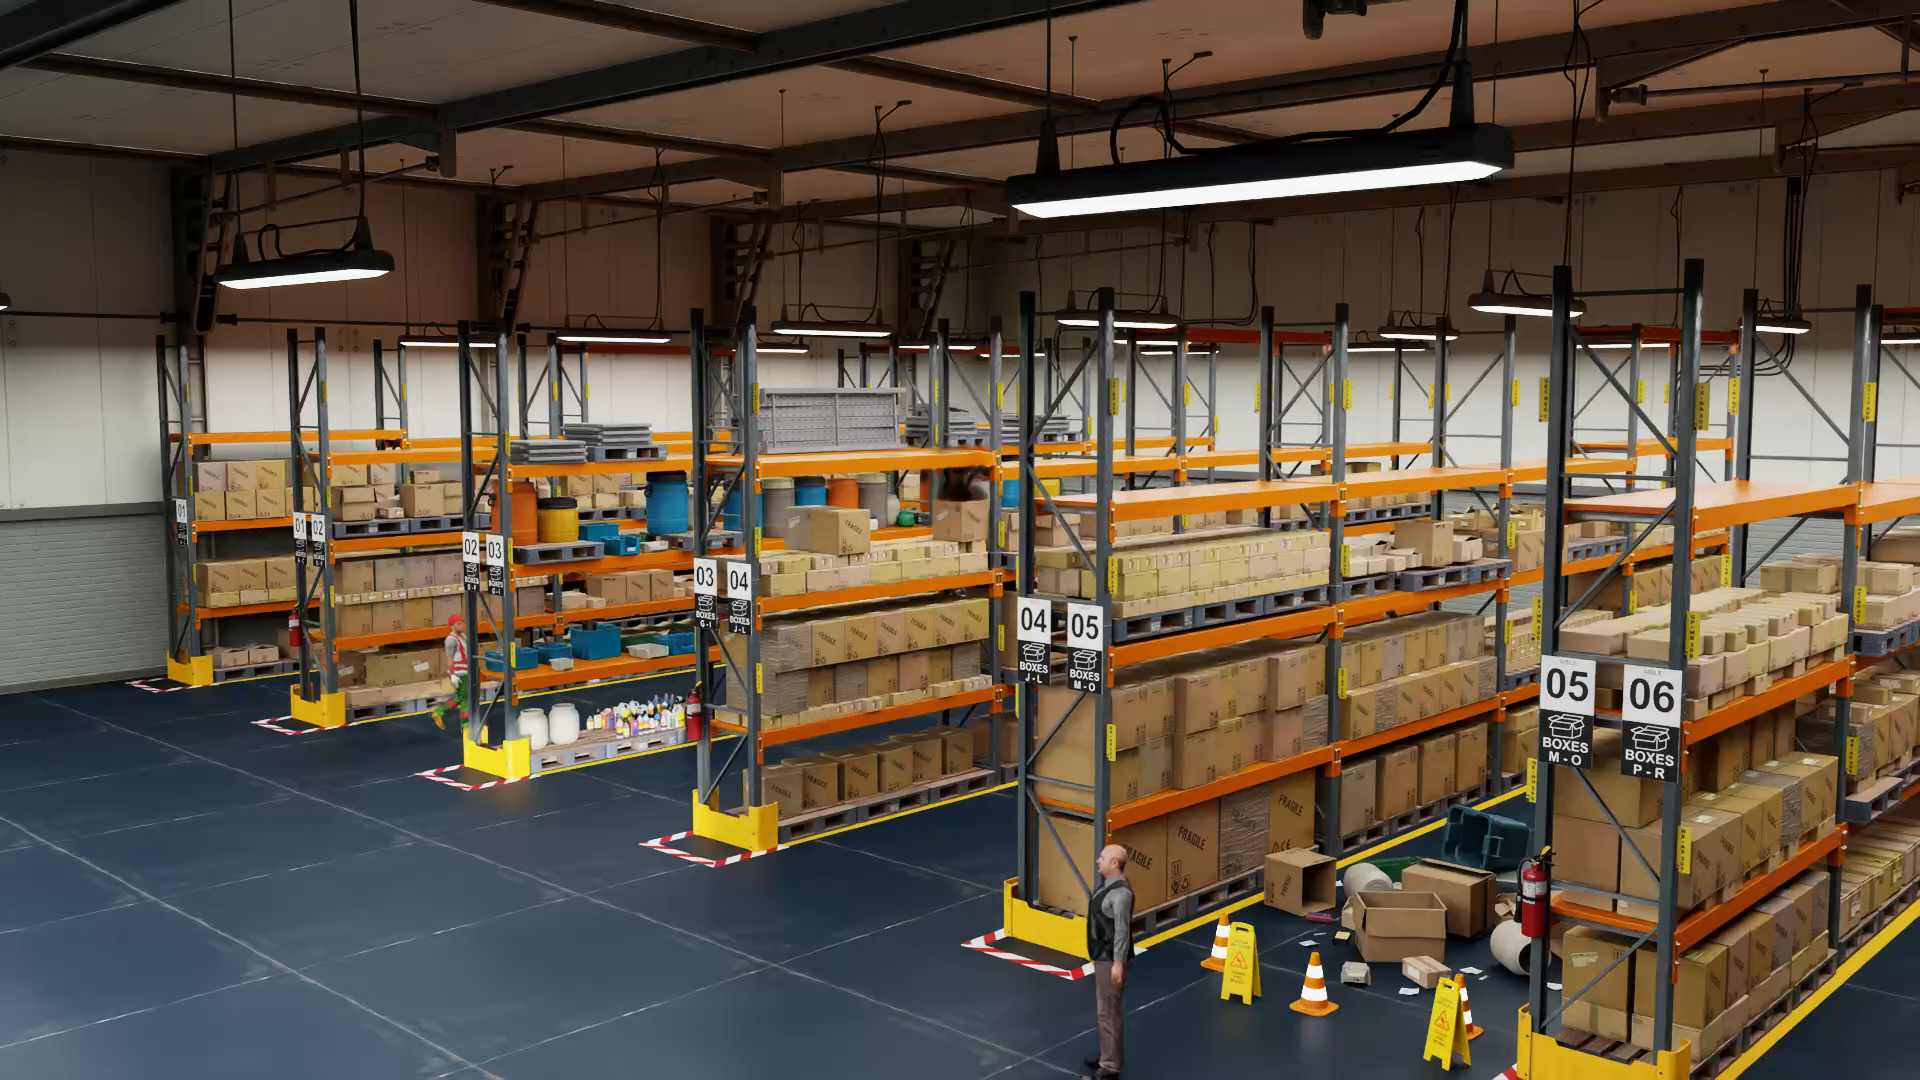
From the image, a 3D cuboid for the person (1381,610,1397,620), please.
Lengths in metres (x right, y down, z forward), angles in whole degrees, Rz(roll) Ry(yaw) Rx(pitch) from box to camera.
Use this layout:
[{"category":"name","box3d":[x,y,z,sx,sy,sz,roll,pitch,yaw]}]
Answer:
[{"category":"person","box3d":[6.784,1.873,26.381,0.363,1.634,0.554,3,6,28]}]

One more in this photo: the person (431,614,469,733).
[{"category":"person","box3d":[-7.422,1.973,24.481,0.727,1.778,0.514,-2,6,-22]}]

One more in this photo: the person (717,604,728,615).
[{"category":"person","box3d":[-4.787,1.152,33.520,0.730,1.718,1.058,5,7,41]}]

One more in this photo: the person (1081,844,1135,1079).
[{"category":"person","box3d":[1.100,3.145,12.458,0.405,1.733,0.562,0,5,1]}]
